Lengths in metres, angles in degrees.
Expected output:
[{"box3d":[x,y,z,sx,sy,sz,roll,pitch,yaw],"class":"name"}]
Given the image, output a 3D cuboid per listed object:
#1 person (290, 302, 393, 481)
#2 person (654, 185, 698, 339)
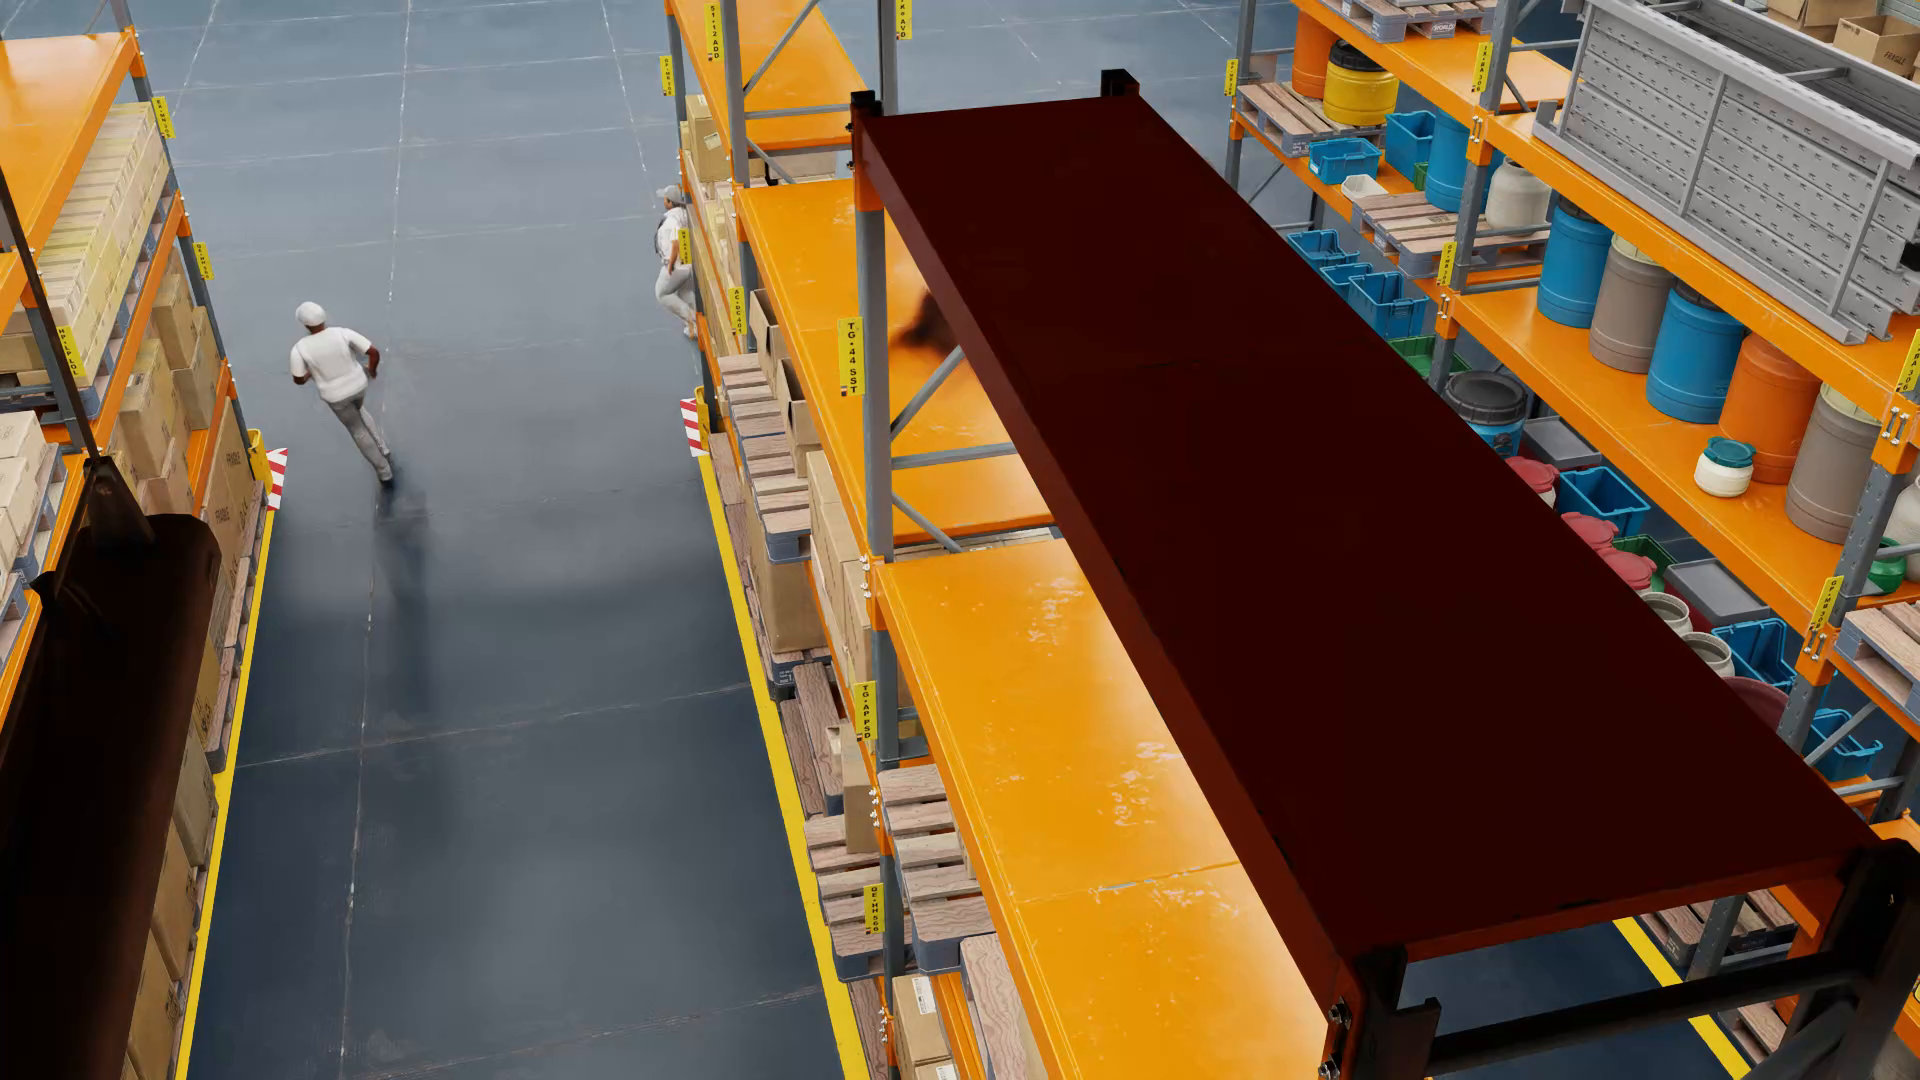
[{"box3d":[-5.382,-1.279,14.444,0.702,1.780,0.675,-28,43,-34],"class":"person"},{"box3d":[-2.847,-2.785,16.722,0.562,1.628,0.633,14,37,19],"class":"person"}]
